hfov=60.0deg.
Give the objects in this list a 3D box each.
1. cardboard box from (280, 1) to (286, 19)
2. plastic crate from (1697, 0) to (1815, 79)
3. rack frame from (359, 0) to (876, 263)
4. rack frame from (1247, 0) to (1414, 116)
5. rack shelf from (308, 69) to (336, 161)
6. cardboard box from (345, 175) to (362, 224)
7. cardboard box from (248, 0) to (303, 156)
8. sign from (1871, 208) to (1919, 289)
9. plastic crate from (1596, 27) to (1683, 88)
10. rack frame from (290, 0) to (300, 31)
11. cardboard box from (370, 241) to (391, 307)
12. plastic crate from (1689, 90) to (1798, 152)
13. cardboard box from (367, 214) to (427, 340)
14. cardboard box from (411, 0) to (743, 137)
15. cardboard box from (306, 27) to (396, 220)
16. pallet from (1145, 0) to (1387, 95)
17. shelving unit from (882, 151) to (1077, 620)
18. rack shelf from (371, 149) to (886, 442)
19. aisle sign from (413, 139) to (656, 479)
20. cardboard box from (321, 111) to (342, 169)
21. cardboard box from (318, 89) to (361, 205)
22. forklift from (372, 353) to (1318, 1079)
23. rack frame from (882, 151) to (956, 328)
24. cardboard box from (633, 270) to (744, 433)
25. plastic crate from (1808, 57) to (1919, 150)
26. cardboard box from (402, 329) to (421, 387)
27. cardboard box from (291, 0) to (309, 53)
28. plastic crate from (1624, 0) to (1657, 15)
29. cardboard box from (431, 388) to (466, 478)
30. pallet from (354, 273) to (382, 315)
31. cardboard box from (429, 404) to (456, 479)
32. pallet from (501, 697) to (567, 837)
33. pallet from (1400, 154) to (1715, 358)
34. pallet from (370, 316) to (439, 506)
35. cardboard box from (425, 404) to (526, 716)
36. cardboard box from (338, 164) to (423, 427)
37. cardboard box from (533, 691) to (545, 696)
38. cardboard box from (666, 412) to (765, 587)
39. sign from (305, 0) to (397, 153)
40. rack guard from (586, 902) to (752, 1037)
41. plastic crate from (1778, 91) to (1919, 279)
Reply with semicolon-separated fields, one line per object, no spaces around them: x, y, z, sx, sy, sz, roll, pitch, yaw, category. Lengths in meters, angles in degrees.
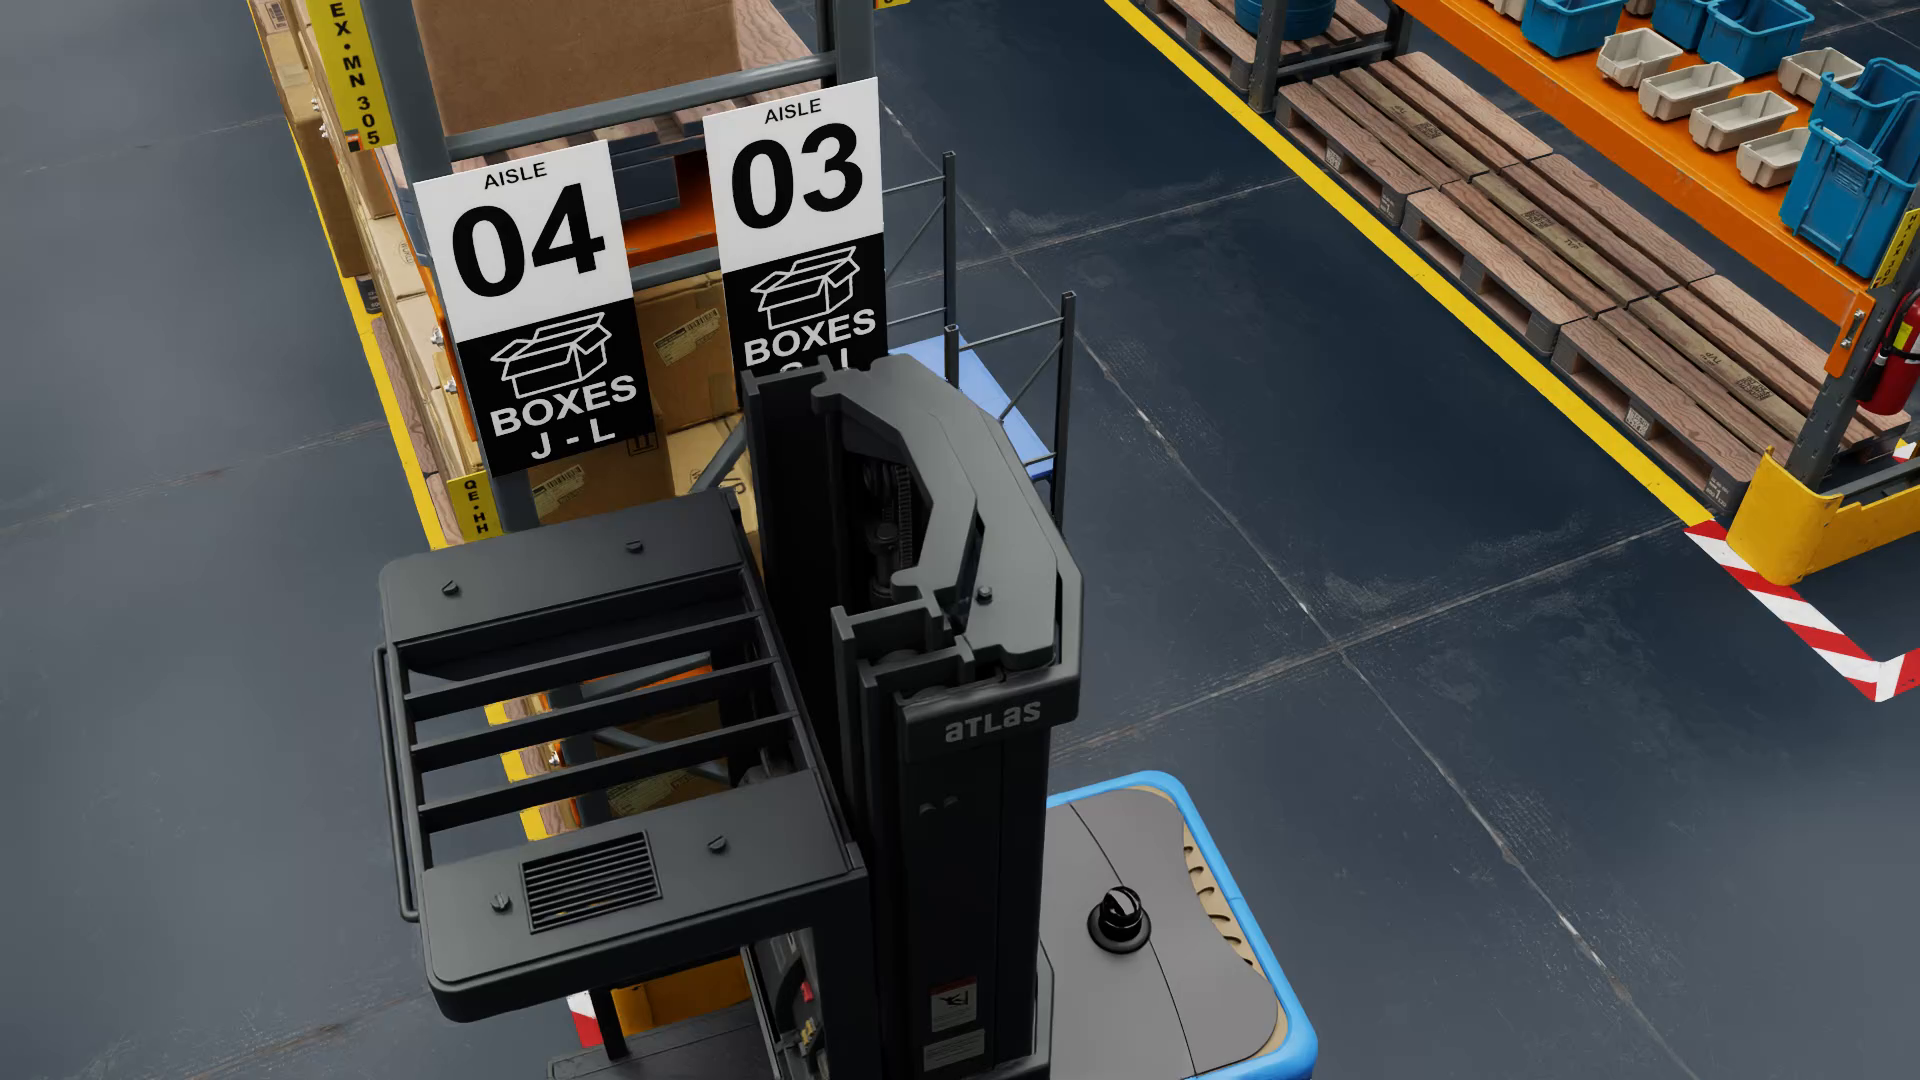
-2.988;-2.810;7.759;0.500;0.500;0.500;-17;47;-16;cardboard box
3.475;-2.208;7.298;0.416;0.233;0.300;-18;47;-17;plastic crate
-0.660;-1.826;2.562;1.000;3.000;0.127;-18;47;-17;rack frame
2.152;-3.702;8.735;1.000;3.000;0.127;-18;47;-17;rack frame
-3.182;-3.258;8.797;1.077;0.370;4.000;-18;47;-17;rack shelf
-2.185;-1.361;6.541;0.380;0.149;0.250;-19;48;-18;cardboard box
-3.005;-2.604;8.836;1.225;0.875;0.875;-20;48;-19;cardboard box
3.342;-1.038;5.919;0.100;0.325;0.005;-18;47;-17;sign
2.938;-2.089;7.245;0.298;0.136;0.250;-18;47;-17;plastic crate
-2.342;-2.239;7.253;1.000;3.000;0.127;-18;47;-17;rack frame
-1.974;-1.037;6.213;0.380;0.149;0.250;-18;47;-17;cardboard box
3.218;-1.736;6.887;0.396;0.136;0.243;-18;47;-17;plastic crate
-1.754;-0.952;5.843;0.500;0.250;0.500;-18;47;-17;cardboard box
-0.927;-1.294;3.718;0.700;0.500;0.500;-21;48;-20;cardboard box
-1.949;-1.532;5.897;0.500;0.500;0.500;-19;48;-19;cardboard box
1.866;-3.213;10.225;1.003;0.211;1.213;-18;47;-17;pallet
-0.036;-0.588;6.647;0.538;1.500;1.048;-18;47;-17;shelving unit
-1.501;-1.776;5.160;1.077;0.370;4.000;-18;47;-17;rack shelf
-0.902;-0.481;3.620;0.394;0.787;0.004;-18;47;-17;aisle sign
-2.408;-1.696;6.881;0.380;0.149;0.250;-20;48;-19;cardboard box
-2.177;-1.597;6.496;0.500;0.250;0.500;-18;47;-18;cardboard box
-0.629;1.036;3.983;3.031;2.935;1.130;-13;46;-13;forklift
-0.250;-0.912;6.975;0.500;1.500;0.032;-18;47;-17;rack frame
-0.827;-0.714;5.068;0.500;0.500;0.500;-19;48;-18;cardboard box
3.752;-1.789;6.872;0.416;0.233;0.300;-18;47;-17;plastic crate
-1.751;-0.705;5.876;0.380;0.149;0.250;-17;47;-17;cardboard box
-2.372;-2.178;6.552;0.500;0.500;0.500;-18;47;-17;cardboard box
3.157;-2.608;7.772;0.293;0.136;0.466;-18;47;-17;plastic crate
-1.317;-0.297;5.179;0.500;0.250;0.500;-19;48;-18;cardboard box
-2.734;-1.716;8.708;1.003;0.211;1.213;-18;47;-17;pallet
-1.539;-0.381;5.548;0.380;0.149;0.250;-19;48;-18;cardboard box
-1.067;0.816;6.142;1.003;0.211;1.213;-18;47;-17;pallet
3.014;-1.474;8.462;1.003;0.211;1.213;-18;47;-17;pallet
-2.093;-0.739;7.717;1.003;0.211;1.213;-18;47;-17;pallet
-1.384;-0.047;6.245;0.875;0.875;0.875;-18;47;-17;cardboard box
-2.137;-1.188;7.401;0.875;0.875;0.875;-18;47;-17;cardboard box
-1.108;0.270;4.889;0.380;0.149;0.250;-17;47;-17;cardboard box
-0.617;-0.128;5.008;0.500;0.250;0.500;-19;48;-18;cardboard box
-1.158;-0.894;3.179;0.100;0.325;0.005;-18;47;-17;sign
-0.650;1.215;5.532;1.175;0.500;0.348;-18;47;-17;rack guard
3.524;-1.345;6.278;0.616;0.435;0.499;-18;47;-17;plastic crate
